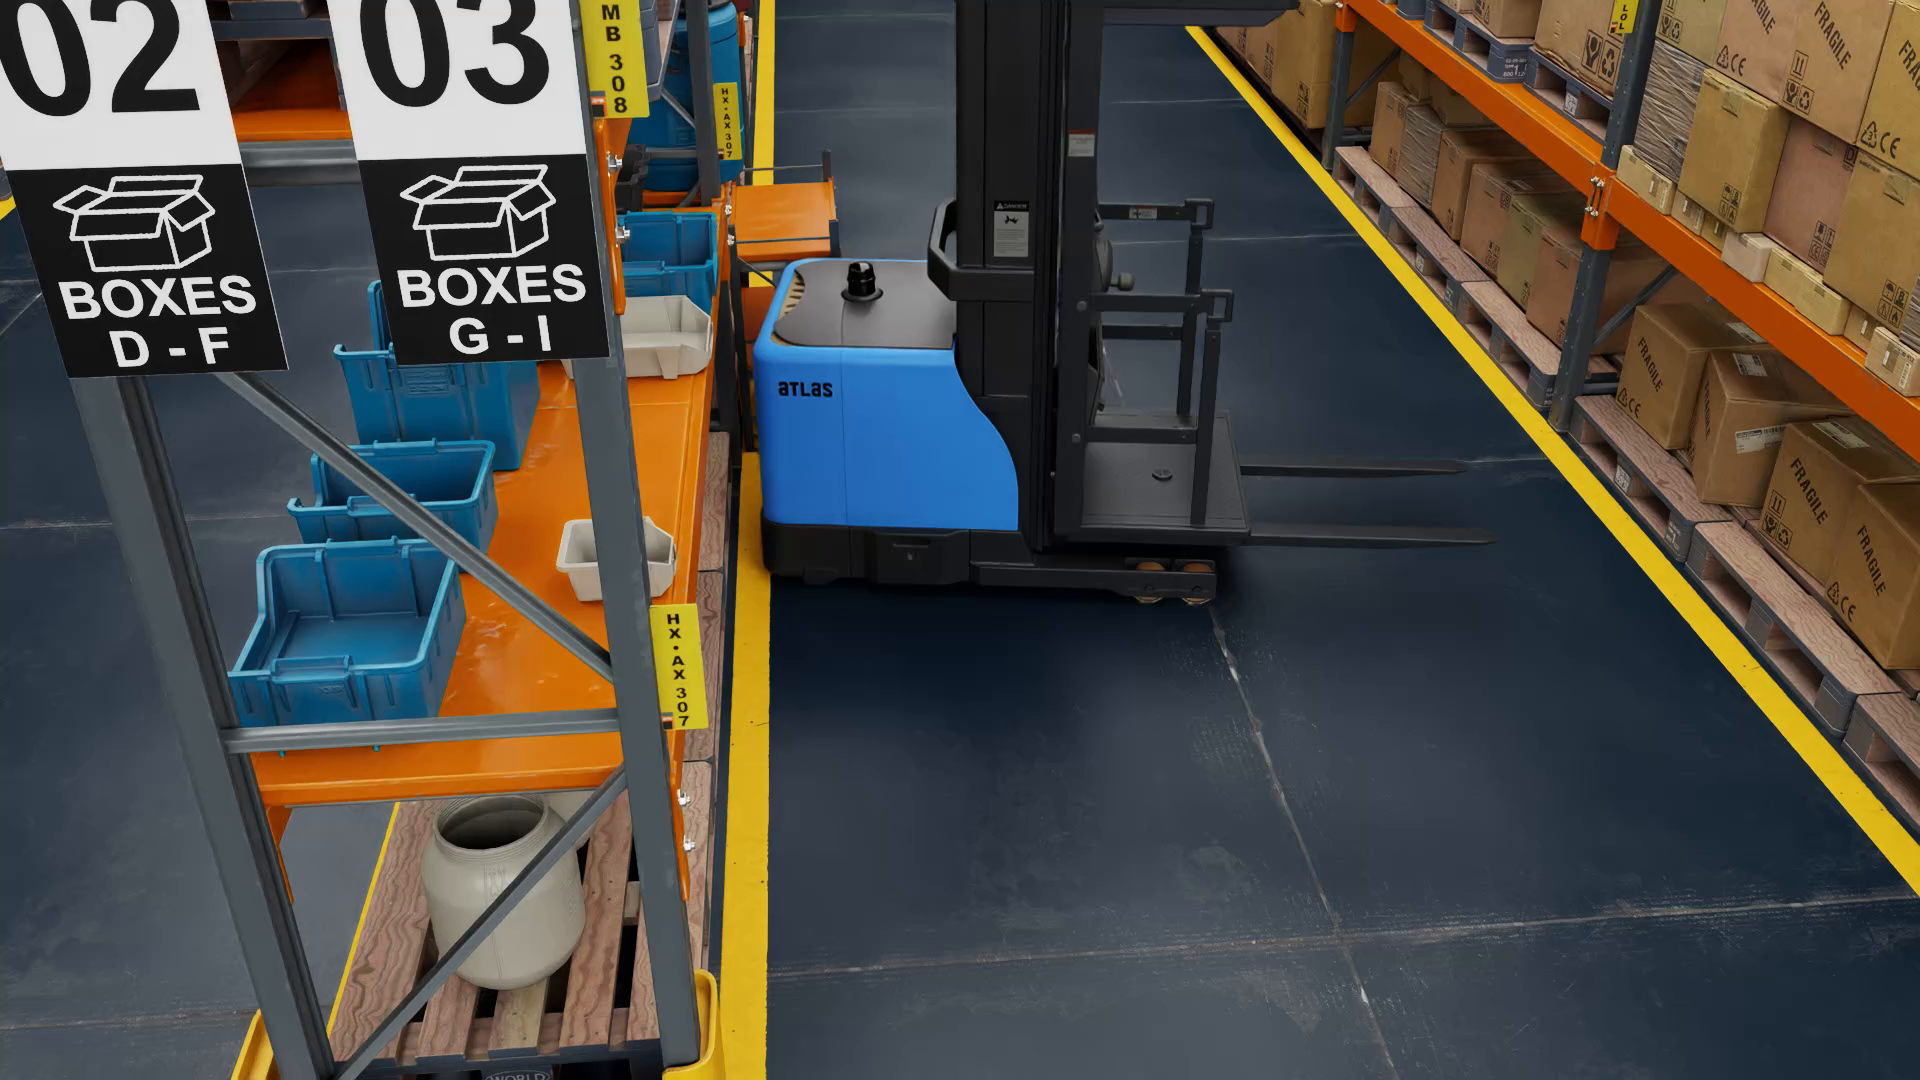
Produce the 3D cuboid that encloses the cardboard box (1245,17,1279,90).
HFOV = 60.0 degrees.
[{"bbox_3d":[2.911,-3.979,12.648,1.225,0.875,0.875,-3,31,-4],"label":"cardboard box"}]

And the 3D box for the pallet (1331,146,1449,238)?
[{"bbox_3d":[3.102,-2.305,10.904,1.003,0.211,1.213,-3,31,-5],"label":"pallet"}]

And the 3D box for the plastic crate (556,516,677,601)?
[{"bbox_3d":[-0.917,0.061,4.480,0.298,0.136,0.250,-3,31,-5],"label":"plastic crate"}]

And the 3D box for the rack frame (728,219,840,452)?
[{"bbox_3d":[-0.784,-0.927,7.688,0.500,1.125,0.032,-4,31,-5],"label":"rack frame"}]

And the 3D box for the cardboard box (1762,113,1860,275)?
[{"bbox_3d":[3.543,-1.290,6.097,0.875,0.500,0.500,-3,31,-5],"label":"cardboard box"}]

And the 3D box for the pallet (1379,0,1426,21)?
[{"bbox_3d":[3.203,-3.461,10.306,1.213,0.211,1.003,-3,31,-5],"label":"pallet"}]

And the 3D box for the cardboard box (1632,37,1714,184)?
[{"bbox_3d":[3.384,-1.797,6.946,0.875,0.500,0.500,-3,31,-5],"label":"cardboard box"}]

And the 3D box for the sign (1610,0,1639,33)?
[{"bbox_3d":[2.852,-2.328,7.093,0.100,0.325,0.005,-3,31,-5],"label":"sign"}]

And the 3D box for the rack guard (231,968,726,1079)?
[{"bbox_3d":[-1.208,1.457,4.324,1.175,0.500,0.348,-3,31,-5],"label":"rack guard"}]

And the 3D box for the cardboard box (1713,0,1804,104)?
[{"bbox_3d":[3.241,-1.962,6.247,0.500,0.500,0.500,-3,31,-5],"label":"cardboard box"}]

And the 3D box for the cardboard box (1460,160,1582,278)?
[{"bbox_3d":[3.289,-1.820,9.380,0.700,0.500,0.500,-5,31,-9],"label":"cardboard box"}]

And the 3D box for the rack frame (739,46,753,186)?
[{"bbox_3d":[-1.901,-3.664,10.460,1.000,3.000,0.127,-3,31,-5],"label":"rack frame"}]

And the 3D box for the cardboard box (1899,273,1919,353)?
[{"bbox_3d":[3.584,-0.777,5.238,0.875,0.500,0.500,-3,31,-5],"label":"cardboard box"}]

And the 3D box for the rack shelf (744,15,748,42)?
[{"bbox_3d":[-2.088,-4.377,12.354,1.077,0.370,4.000,-3,31,-5],"label":"rack shelf"}]

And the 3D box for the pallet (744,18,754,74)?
[{"bbox_3d":[-2.244,-4.113,13.931,1.003,0.211,1.213,-3,31,-5],"label":"pallet"}]

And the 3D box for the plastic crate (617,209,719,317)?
[{"bbox_3d":[-1.154,-1.006,6.155,0.499,0.251,0.616,-3,31,-5],"label":"plastic crate"}]

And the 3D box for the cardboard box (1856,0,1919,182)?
[{"bbox_3d":[3.345,-1.452,5.393,0.500,0.500,0.500,-3,31,-5],"label":"cardboard box"}]

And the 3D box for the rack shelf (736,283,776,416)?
[{"bbox_3d":[-0.831,-0.974,8.248,0.538,0.278,1.000,-4,31,-5],"label":"rack shelf"}]

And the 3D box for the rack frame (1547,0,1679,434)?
[{"bbox_3d":[3.404,-1.859,7.438,1.000,3.000,0.127,-3,31,-5],"label":"rack frame"}]

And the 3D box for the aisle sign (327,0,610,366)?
[{"bbox_3d":[-0.855,-0.673,2.917,0.394,0.787,0.004,-3,31,-5],"label":"aisle sign"}]

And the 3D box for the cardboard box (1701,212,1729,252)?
[{"bbox_3d":[3.219,-1.246,6.655,0.380,0.149,0.250,-3,31,-5],"label":"cardboard box"}]

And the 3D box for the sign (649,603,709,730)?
[{"bbox_3d":[-0.606,0.277,3.591,0.100,0.325,0.005,-3,31,-5],"label":"sign"}]

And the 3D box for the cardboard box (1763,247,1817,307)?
[{"bbox_3d":[3.266,-0.990,6.228,0.380,0.149,0.250,-3,31,-5],"label":"cardboard box"}]

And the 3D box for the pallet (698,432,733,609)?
[{"bbox_3d":[-1.506,-0.080,7.178,1.003,0.211,1.213,-3,31,-5],"label":"pallet"}]

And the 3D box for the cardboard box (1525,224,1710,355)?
[{"bbox_3d":[3.368,-1.290,8.493,0.700,0.500,0.500,-5,31,-8],"label":"cardboard box"}]

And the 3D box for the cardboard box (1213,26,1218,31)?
[{"bbox_3d":[2.736,-4.886,14.168,1.225,0.875,0.875,-3,31,-4],"label":"cardboard box"}]

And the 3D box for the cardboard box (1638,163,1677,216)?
[{"bbox_3d":[3.135,-1.499,7.080,0.380,0.149,0.250,-3,31,-5],"label":"cardboard box"}]

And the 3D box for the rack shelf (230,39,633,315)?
[{"bbox_3d":[-1.341,-1.580,4.746,1.077,0.370,4.000,-3,31,-5],"label":"rack shelf"}]

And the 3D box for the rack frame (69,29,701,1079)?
[{"bbox_3d":[-1.154,0.420,3.622,1.000,3.000,0.127,-3,31,-5],"label":"rack frame"}]

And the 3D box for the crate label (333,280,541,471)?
[{"bbox_3d":[-1.595,-0.522,5.164,0.502,0.435,0.616,-3,31,-5],"label":"crate label"}]

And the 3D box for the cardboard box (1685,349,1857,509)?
[{"bbox_3d":[3.463,-0.468,7.137,0.500,0.500,0.500,7,32,11],"label":"cardboard box"}]

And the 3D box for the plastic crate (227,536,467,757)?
[{"bbox_3d":[-1.498,0.243,4.064,0.499,0.251,0.616,-3,31,-5],"label":"plastic crate"}]

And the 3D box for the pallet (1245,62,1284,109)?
[{"bbox_3d":[2.921,-3.732,13.292,1.003,0.211,1.213,-3,31,-5],"label":"pallet"}]

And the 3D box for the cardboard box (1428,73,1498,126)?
[{"bbox_3d":[3.182,-2.728,10.170,0.500,0.250,0.500,1,31,1],"label":"cardboard box"}]

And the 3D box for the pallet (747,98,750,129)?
[{"bbox_3d":[-2.016,-2.868,11.845,1.003,0.211,1.213,-3,31,-5],"label":"pallet"}]

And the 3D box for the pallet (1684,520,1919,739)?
[{"bbox_3d":[3.619,0.303,6.537,1.003,0.211,1.213,-3,31,-5],"label":"pallet"}]

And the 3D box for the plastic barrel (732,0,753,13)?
[{"bbox_3d":[-1.556,-3.500,10.052,0.600,0.536,0.708,-3,31,-5],"label":"plastic barrel"}]

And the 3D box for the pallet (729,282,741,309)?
[{"bbox_3d":[-1.757,-1.448,9.469,1.003,0.211,1.213,-3,31,-5],"label":"pallet"}]

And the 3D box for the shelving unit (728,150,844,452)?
[{"bbox_3d":[-0.835,-1.184,8.124,0.538,1.125,1.048,-4,31,-5],"label":"shelving unit"}]

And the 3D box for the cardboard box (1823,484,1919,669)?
[{"bbox_3d":[3.606,0.132,6.132,0.500,0.500,0.500,0,31,0],"label":"cardboard box"}]

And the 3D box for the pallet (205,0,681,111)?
[{"bbox_3d":[-1.134,-1.214,3.616,1.003,0.211,1.213,-3,31,-5],"label":"pallet"}]

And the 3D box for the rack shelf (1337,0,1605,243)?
[{"bbox_3d":[3.217,-2.572,9.332,1.077,0.370,4.000,-3,31,-5],"label":"rack shelf"}]

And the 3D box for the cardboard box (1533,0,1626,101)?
[{"bbox_3d":[3.469,-2.710,7.867,1.000,1.000,1.000,-3,31,-4],"label":"cardboard box"}]

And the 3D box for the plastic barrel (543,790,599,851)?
[{"bbox_3d":[-1.338,0.720,5.137,0.421,0.512,0.421,0,31,0],"label":"plastic barrel"}]

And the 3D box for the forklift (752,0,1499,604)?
[{"bbox_3d":[0.714,-1.277,6.530,3.031,2.935,1.130,2,31,3],"label":"forklift"}]

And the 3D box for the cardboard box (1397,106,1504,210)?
[{"bbox_3d":[3.177,-2.394,10.341,0.700,0.500,0.500,-5,31,-9],"label":"cardboard box"}]

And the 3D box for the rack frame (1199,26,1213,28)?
[{"bbox_3d":[2.656,-5.944,14.276,1.000,3.000,0.127,-3,31,-5],"label":"rack frame"}]

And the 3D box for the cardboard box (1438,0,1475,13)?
[{"bbox_3d":[2.958,-3.151,9.337,0.500,0.250,0.500,-4,31,-6],"label":"cardboard box"}]

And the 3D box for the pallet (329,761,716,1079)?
[{"bbox_3d":[-1.278,1.166,5.093,1.003,0.211,1.213,-3,31,-5],"label":"pallet"}]

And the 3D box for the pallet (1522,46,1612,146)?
[{"bbox_3d":[3.477,-2.174,8.152,1.003,0.211,1.213,-3,31,-5],"label":"pallet"}]

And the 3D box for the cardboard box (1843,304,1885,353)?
[{"bbox_3d":[3.347,-0.737,5.803,0.380,0.149,0.250,-3,31,-5],"label":"cardboard box"}]
